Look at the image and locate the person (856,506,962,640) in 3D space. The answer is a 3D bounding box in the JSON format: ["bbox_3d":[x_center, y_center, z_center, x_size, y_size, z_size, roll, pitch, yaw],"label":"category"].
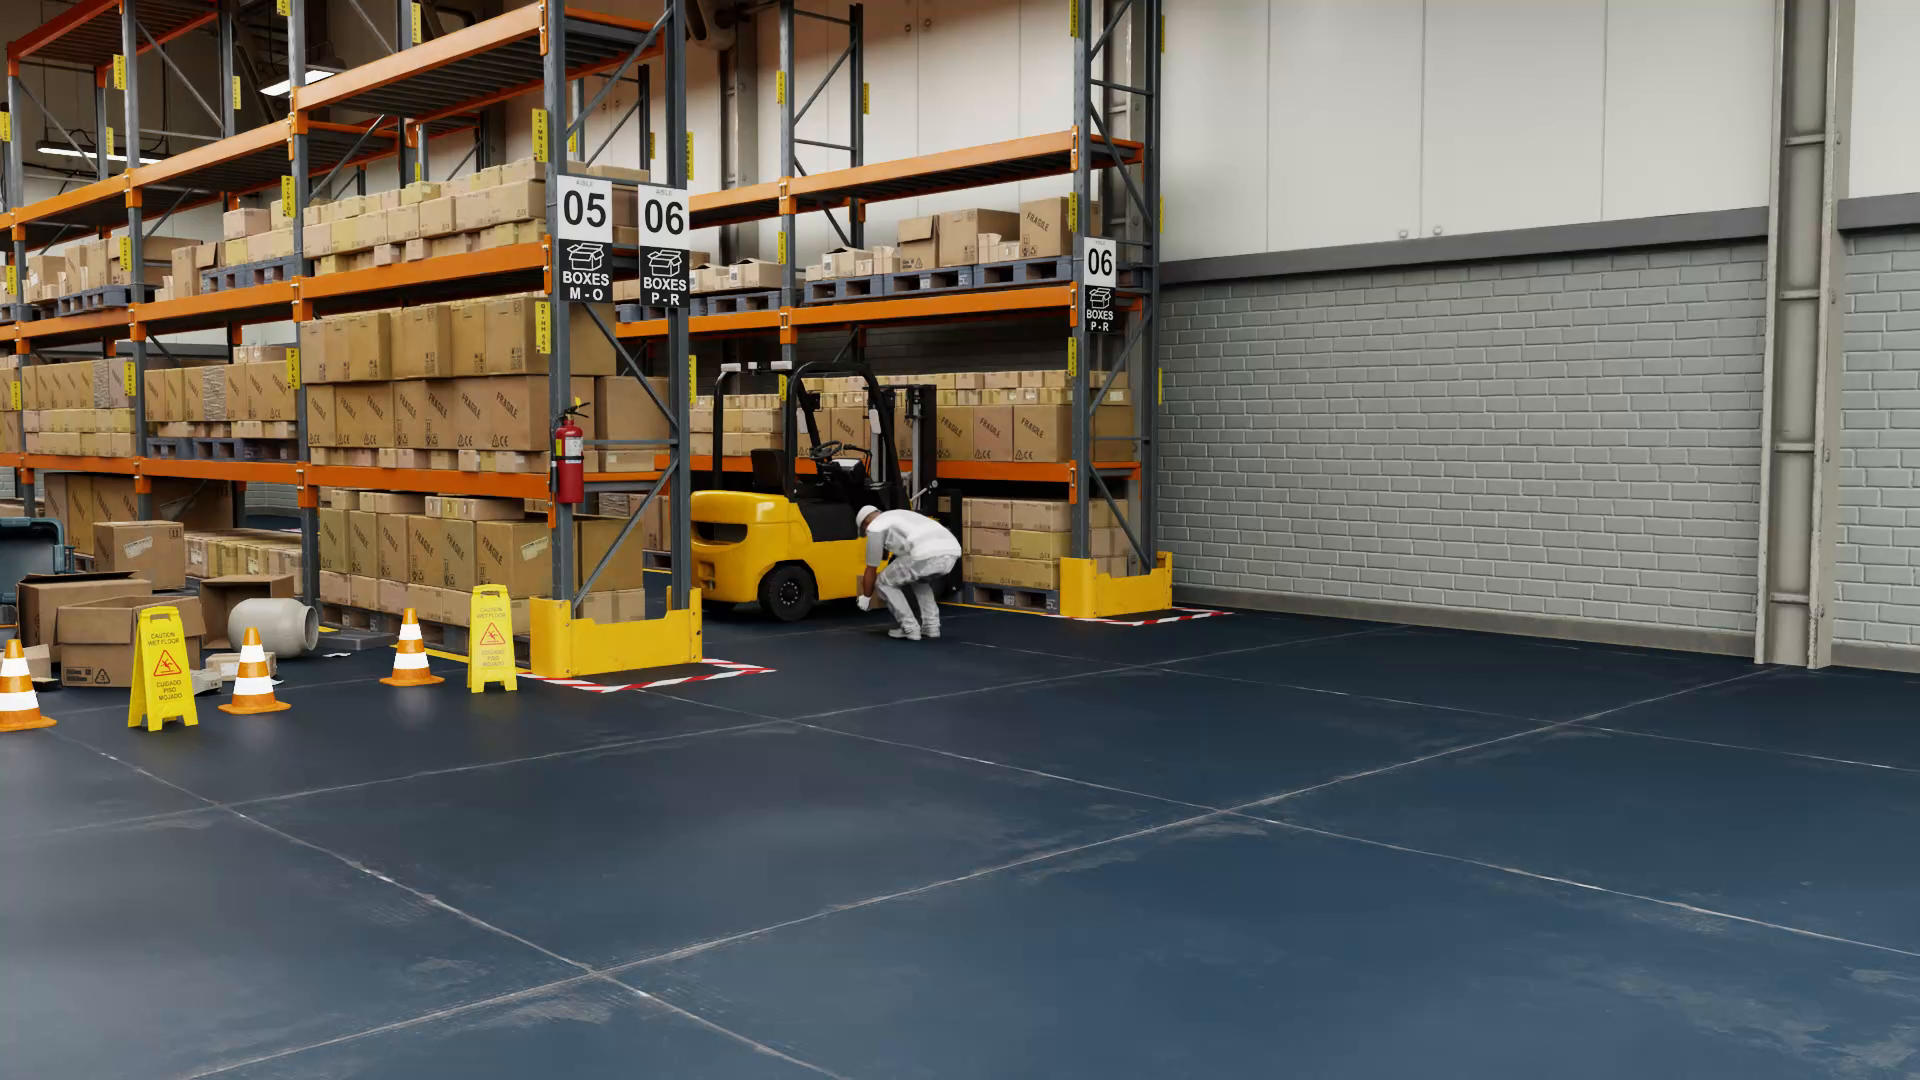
[{"bbox_3d":[-0.440,0.245,12.802,0.949,0.998,0.543,4,5,44],"label":"person"}]
